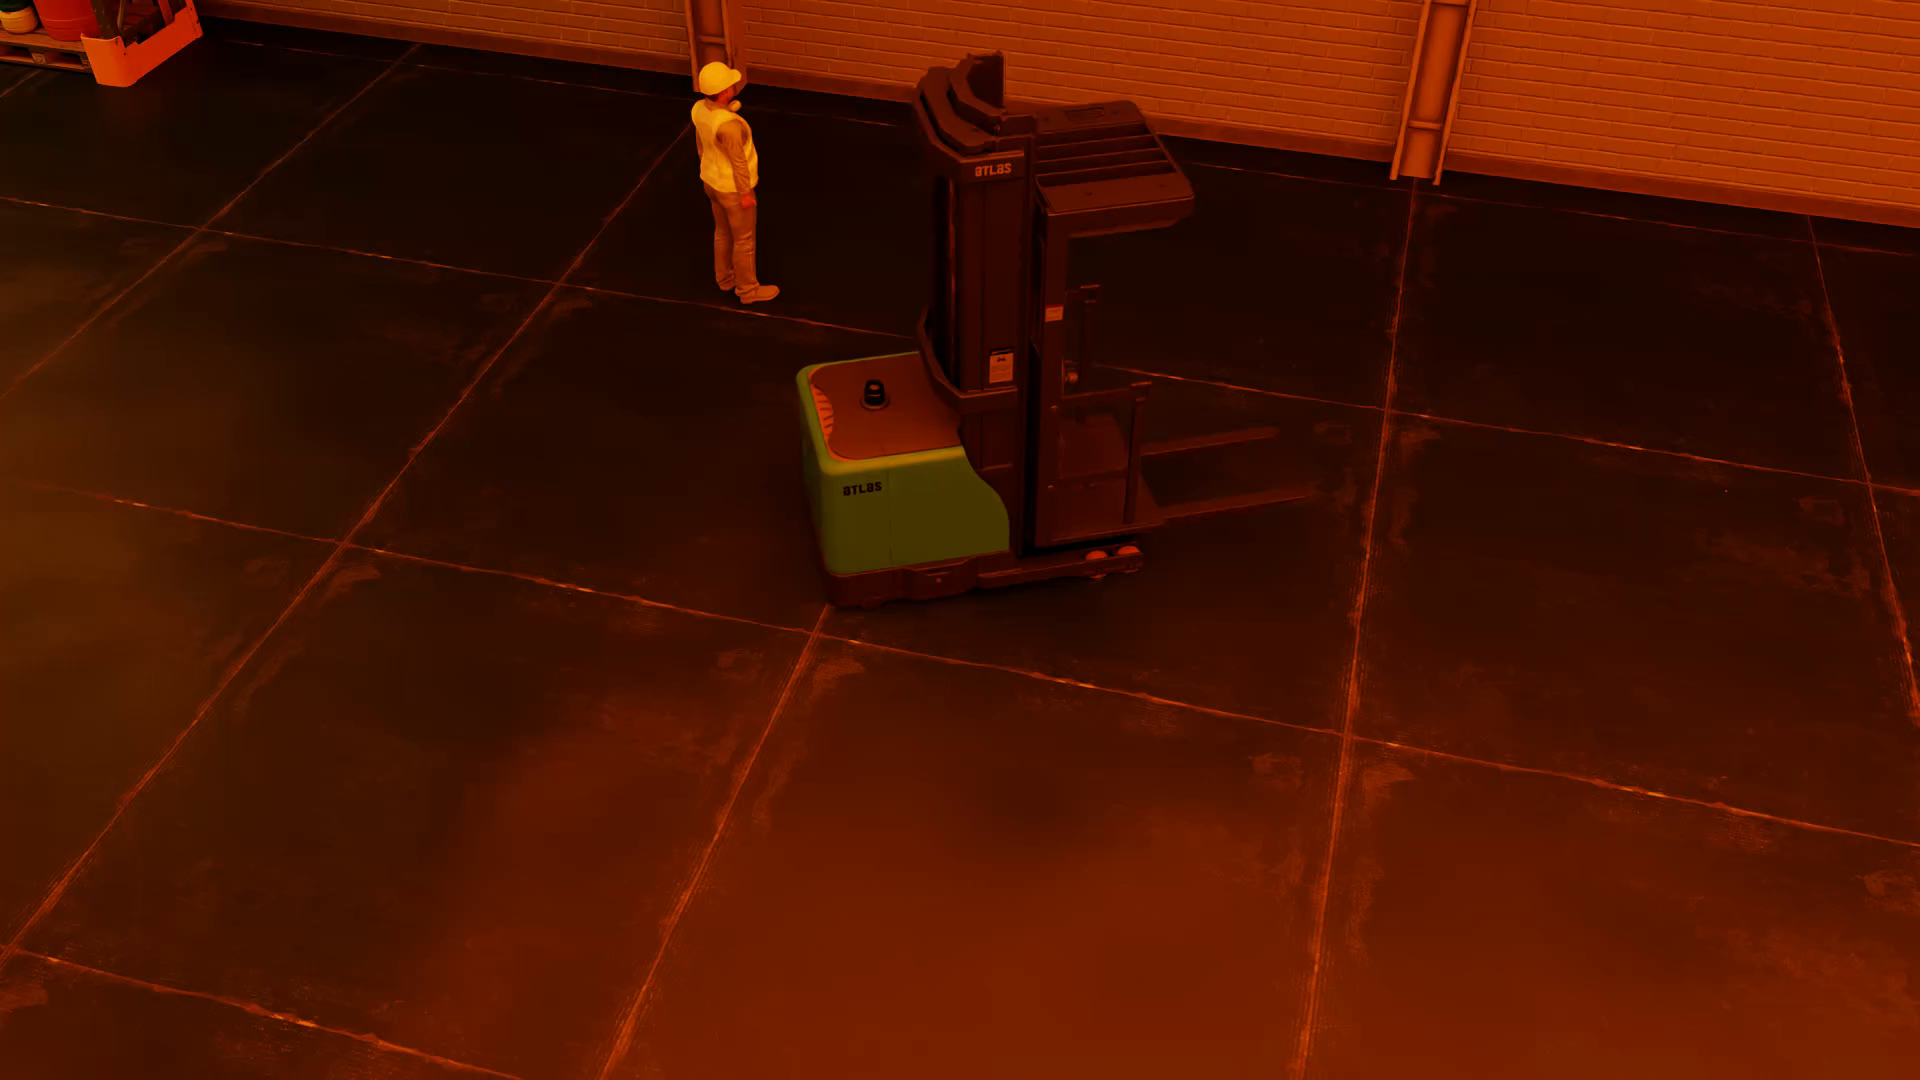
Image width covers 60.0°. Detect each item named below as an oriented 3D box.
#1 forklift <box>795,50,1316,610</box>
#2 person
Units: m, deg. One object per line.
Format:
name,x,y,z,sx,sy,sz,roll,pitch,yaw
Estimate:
forklift,0.610,-1.208,9.240,3.031,2.935,1.130,-9,42,-10
person,-1.595,-2.500,11.594,0.368,1.777,0.526,-28,49,-29
